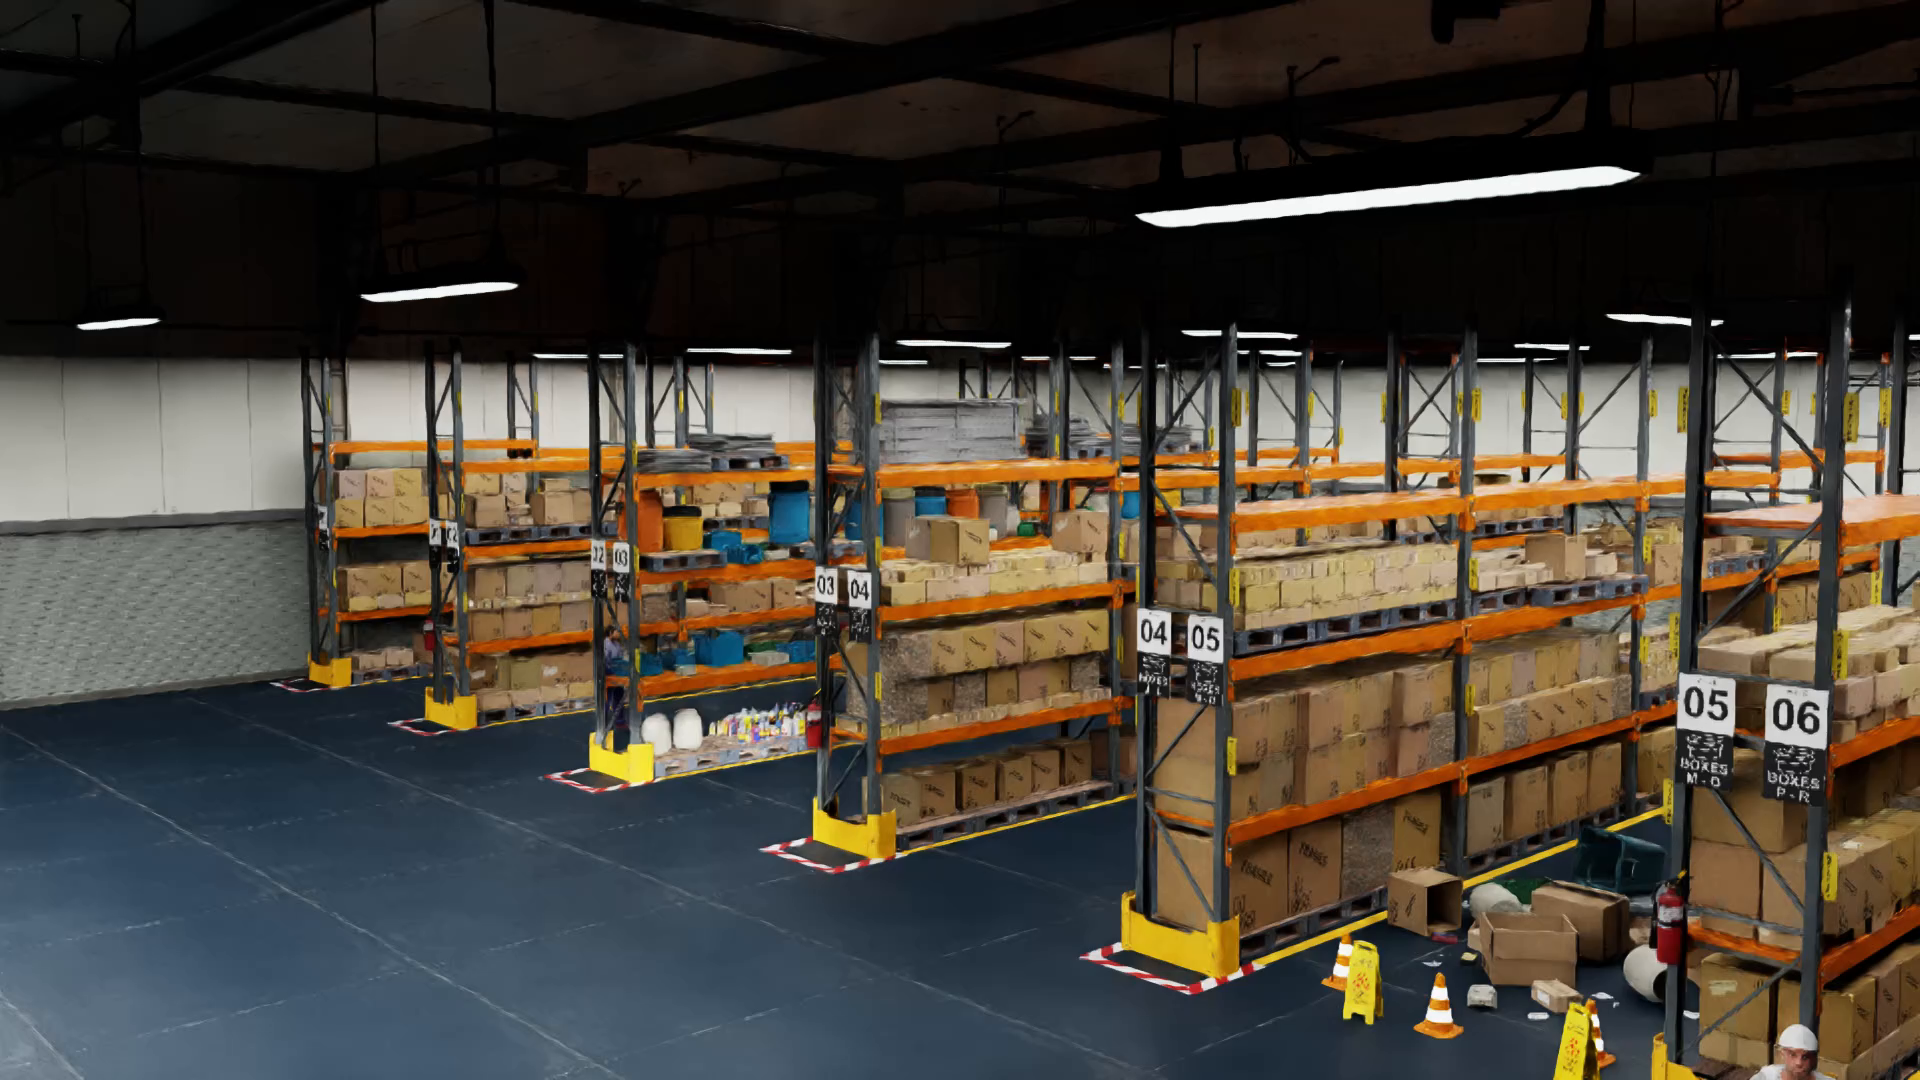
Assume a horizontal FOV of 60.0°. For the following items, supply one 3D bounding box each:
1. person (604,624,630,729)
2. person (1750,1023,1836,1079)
[{"bbox_3d":[-5.273,2.105,25.308,0.445,1.658,0.579,2,5,18],"label":"person"},{"bbox_3d":[4.563,3.492,9.108,0.528,1.728,1.032,4,6,39],"label":"person"}]
